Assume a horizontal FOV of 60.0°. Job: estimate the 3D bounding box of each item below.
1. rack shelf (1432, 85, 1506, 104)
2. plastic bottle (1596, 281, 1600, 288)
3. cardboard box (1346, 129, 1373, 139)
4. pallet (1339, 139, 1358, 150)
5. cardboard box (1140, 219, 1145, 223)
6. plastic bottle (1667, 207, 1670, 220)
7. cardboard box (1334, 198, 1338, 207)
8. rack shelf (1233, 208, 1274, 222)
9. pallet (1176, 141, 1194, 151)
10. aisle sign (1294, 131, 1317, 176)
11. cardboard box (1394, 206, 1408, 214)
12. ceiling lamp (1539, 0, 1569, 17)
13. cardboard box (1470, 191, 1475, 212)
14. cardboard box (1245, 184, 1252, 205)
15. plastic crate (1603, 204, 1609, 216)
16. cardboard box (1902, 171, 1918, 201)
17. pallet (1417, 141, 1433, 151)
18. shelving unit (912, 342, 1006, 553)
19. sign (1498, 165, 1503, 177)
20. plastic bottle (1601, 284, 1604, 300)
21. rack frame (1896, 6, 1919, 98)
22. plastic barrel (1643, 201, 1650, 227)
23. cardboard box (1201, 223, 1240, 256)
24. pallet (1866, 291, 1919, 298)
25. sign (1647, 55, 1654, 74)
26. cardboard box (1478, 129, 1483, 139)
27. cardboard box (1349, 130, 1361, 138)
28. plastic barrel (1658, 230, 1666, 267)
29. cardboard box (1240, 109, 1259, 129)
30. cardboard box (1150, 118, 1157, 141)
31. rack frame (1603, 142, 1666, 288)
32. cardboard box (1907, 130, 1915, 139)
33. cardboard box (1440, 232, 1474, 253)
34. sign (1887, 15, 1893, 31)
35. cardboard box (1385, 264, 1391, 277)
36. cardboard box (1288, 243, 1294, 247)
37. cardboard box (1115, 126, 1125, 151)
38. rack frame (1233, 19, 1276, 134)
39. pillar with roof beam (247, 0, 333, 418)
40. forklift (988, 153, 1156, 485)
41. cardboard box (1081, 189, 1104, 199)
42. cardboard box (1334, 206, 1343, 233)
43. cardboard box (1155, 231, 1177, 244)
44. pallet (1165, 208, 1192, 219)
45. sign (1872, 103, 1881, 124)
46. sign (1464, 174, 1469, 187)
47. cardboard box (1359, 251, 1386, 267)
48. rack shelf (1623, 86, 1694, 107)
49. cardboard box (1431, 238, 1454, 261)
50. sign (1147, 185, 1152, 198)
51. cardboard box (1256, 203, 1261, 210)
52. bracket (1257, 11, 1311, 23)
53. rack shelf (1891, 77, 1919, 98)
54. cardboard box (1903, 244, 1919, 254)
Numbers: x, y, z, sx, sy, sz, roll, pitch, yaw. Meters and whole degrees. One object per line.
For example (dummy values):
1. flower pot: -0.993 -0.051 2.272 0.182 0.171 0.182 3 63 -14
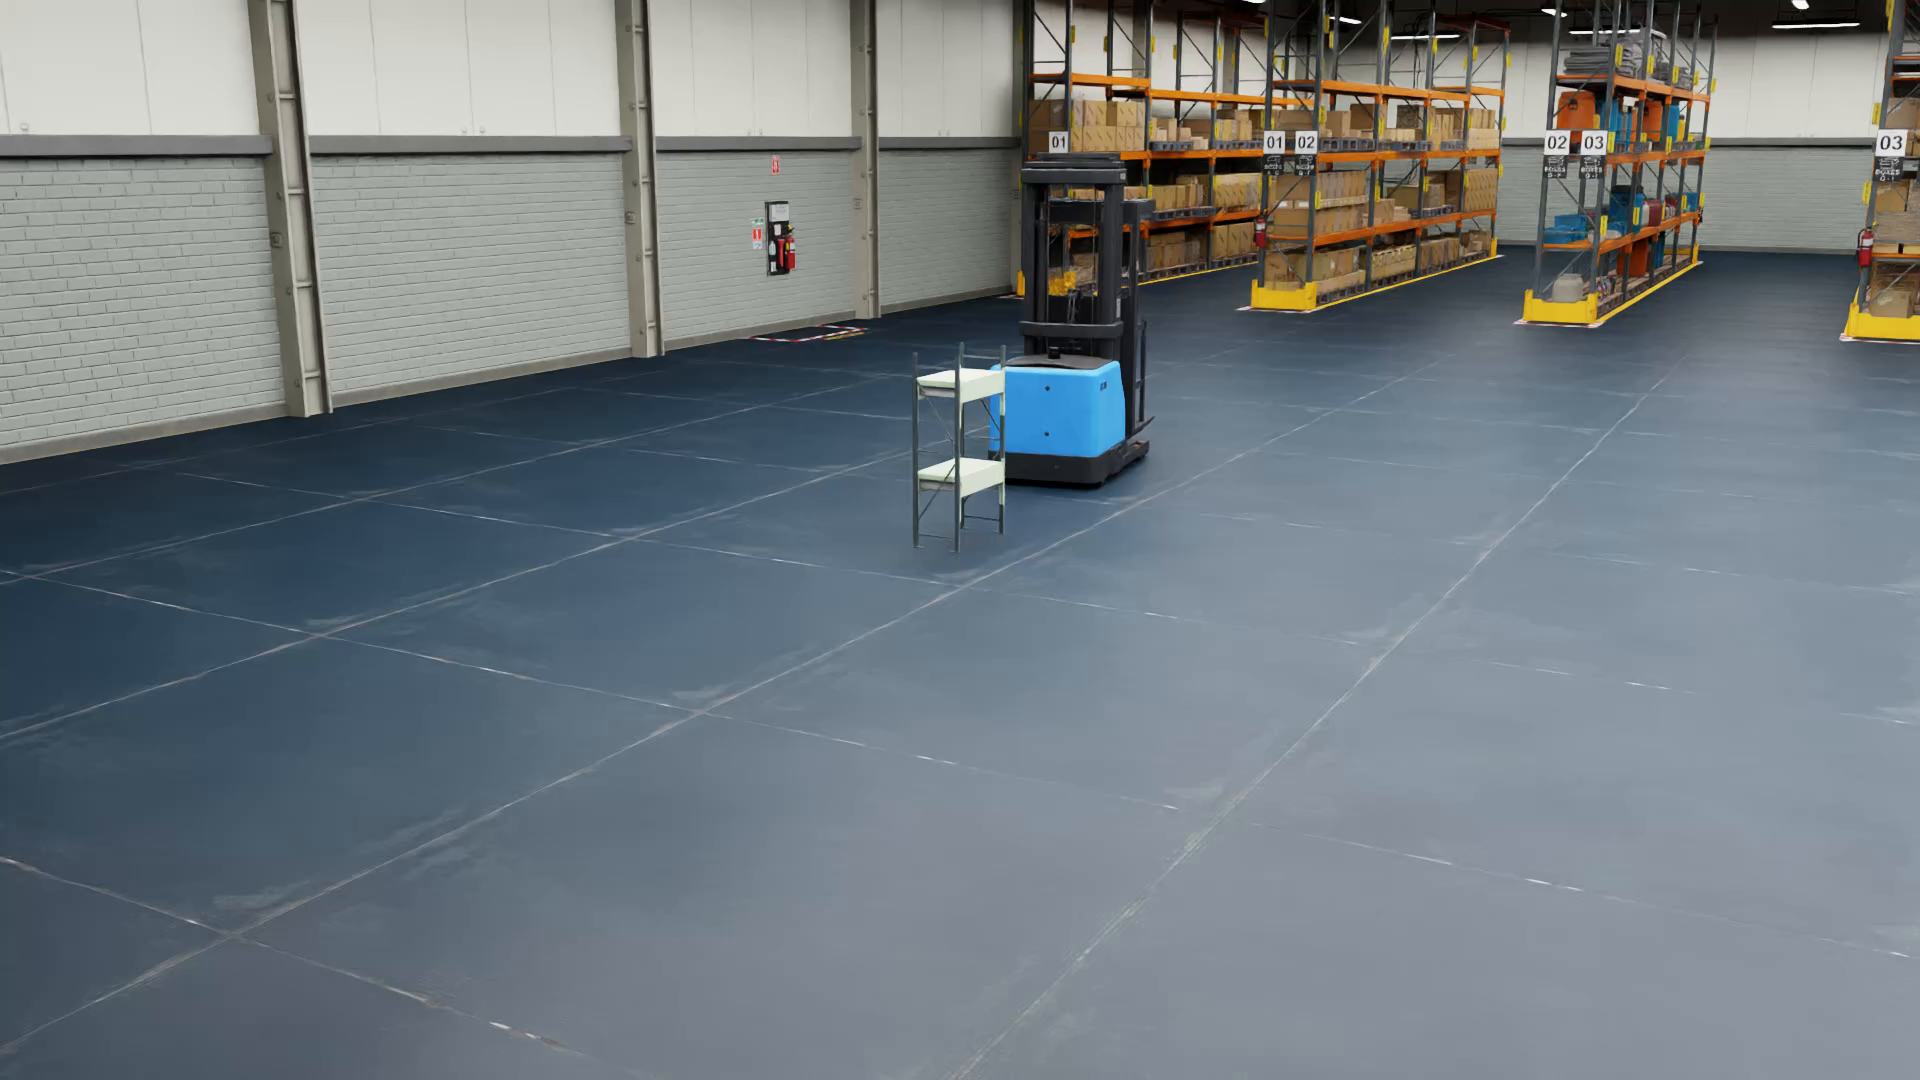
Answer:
1. rack shelf: 12.799 -11.226 41.940 1.077 0.370 4.000 7 15 28
2. plastic bottle: 11.815 -4.649 30.775 0.061 0.283 0.133 7 15 28
3. cardboard box: 8.271 -8.324 34.185 0.500 0.250 0.500 9 16 34
4. pallet: 6.984 -7.597 31.934 1.003 0.211 1.213 7 15 28
5. cardboard box: 3.663 -6.975 35.842 0.500 0.250 0.500 7 15 28
6. plastic bottle: 15.838 -7.332 37.312 0.152 0.276 0.135 7 15 28
7. cardboard box: 7.030 -6.473 31.886 0.380 0.149 0.250 7 15 27
8. rack shelf: 8.461 -8.872 44.967 1.077 0.370 4.000 7 15 28
9. pallet: 4.517 -8.864 37.403 1.213 0.211 1.003 7 15 28
10. aisle sign: 6.267 -7.004 30.139 0.394 0.787 0.004 7 15 28
11. cardboard box: 9.684 -7.317 37.173 0.500 0.311 0.500 9 16 32
12. ceiling lamp: 13.792 -13.526 37.485 0.800 3.185 2.000 7 15 28
13. cardboard box: 12.562 -8.478 41.587 0.500 0.500 0.500 8 16 29
14. cardboard box: 7.003 -8.683 41.758 0.500 0.500 0.500 7 15 28
15. plastic crate: 13.183 -6.602 33.882 0.402 0.464 0.583 7 15 28
16. cardboard box: 17.141 -6.129 29.880 1.000 1.000 1.000 7 15 28
17. pallet: 9.648 -8.647 36.503 1.213 0.211 1.003 8 16 31
18. shelving unit: -0.003 -0.728 12.852 0.431 1.500 0.755 7 15 28
19. sign: 14.242 -9.721 43.809 0.100 0.325 0.005 7 15 28
20. plastic bottle: 11.640 -4.501 30.160 0.061 0.283 0.133 8 16 29
21. rack frame: 20.502 -10.044 35.494 1.000 3.000 0.127 7 15 28
22. plastic barrel: 13.922 -6.687 34.132 0.421 0.512 0.421 0 14 0
23. cardboard box: 6.459 -7.464 41.286 0.750 0.750 0.750 7 15 28
24. pallet: 17.598 -4.542 31.421 1.003 0.211 1.213 7 15 28
25. sign: 12.775 -8.797 30.770 0.100 0.325 0.005 7 15 28
26. cardboard box: 12.776 -10.154 41.607 0.500 0.250 0.500 7 15 28
27. cardboard box: 7.621 -7.939 32.505 0.380 0.149 0.250 7 15 28
28. plastic barrel: 15.888 -6.763 38.267 0.600 0.901 0.708 7 15 28
29. cardboard box: 7.627 -10.983 43.402 0.500 0.500 0.500 7 15 28
30. cardboard box: 3.961 -8.984 36.388 0.500 0.500 0.500 10 17 36
31. rack frame: 14.233 -6.868 35.121 1.000 3.000 0.127 7 15 28
32. cardboard box: 14.790 -6.377 26.154 0.380 0.149 0.250 7 15 26
33. cardboard box: 12.736 -7.637 42.698 0.797 0.503 0.637 7 15 28
34. sign: 16.146 -8.995 28.814 0.100 0.325 0.005 7 15 28
35. cardboard box: 8.873 -5.743 35.424 0.500 0.250 0.500 7 15 26
36. cardboard box: 8.692 -8.260 45.332 0.700 0.500 0.500 7 15 26
37. cardboard box: 3.108 -8.334 34.547 0.500 0.500 0.500 7 15 26
38. rack frame: 7.494 -11.727 42.478 1.000 3.000 0.127 7 15 28
39. pillar with roof beam: -3.659 -5.326 15.927 9.100 9.000 0.400 7 15 28
40. forklift: 1.231 -2.225 16.010 1.130 2.935 3.031 5 14 19
41. cardboard box: 2.689 -6.920 34.014 0.500 0.500 0.500 7 15 26
42. cardboard box: 7.014 -6.249 32.342 0.700 0.500 0.500 8 16 30
43. cardboard box: 4.683 -6.984 38.397 0.500 0.250 0.500 7 15 28
44. pallet: 4.639 -7.486 38.095 1.003 0.211 1.213 7 15 28
45. sign: 14.225 -6.621 25.808 0.100 0.325 0.005 7 15 28
46. sign: 12.319 -8.751 40.462 0.100 0.325 0.005 7 15 28
47. cardboard box: 8.629 -5.908 34.913 0.500 0.311 0.500 7 15 27
48. rack shelf: 15.199 -9.650 36.251 1.077 0.370 4.000 7 15 28
49. cardboard box: 11.598 -7.015 40.126 0.500 0.500 0.500 7 15 28
50. sign: 4.105 -7.531 36.023 0.100 0.325 0.005 7 15 28
51. cardboard box: 7.477 -8.543 42.561 0.380 0.149 0.250 8 16 29
52. bracket: 8.832 -14.292 45.437 0.076 0.066 4.783 7 15 28
53. rack shelf: 17.601 -8.269 30.519 1.077 0.370 4.000 7 15 28
54. cardboard box: 15.047 -4.575 26.145 0.380 0.149 0.250 7 15 28
